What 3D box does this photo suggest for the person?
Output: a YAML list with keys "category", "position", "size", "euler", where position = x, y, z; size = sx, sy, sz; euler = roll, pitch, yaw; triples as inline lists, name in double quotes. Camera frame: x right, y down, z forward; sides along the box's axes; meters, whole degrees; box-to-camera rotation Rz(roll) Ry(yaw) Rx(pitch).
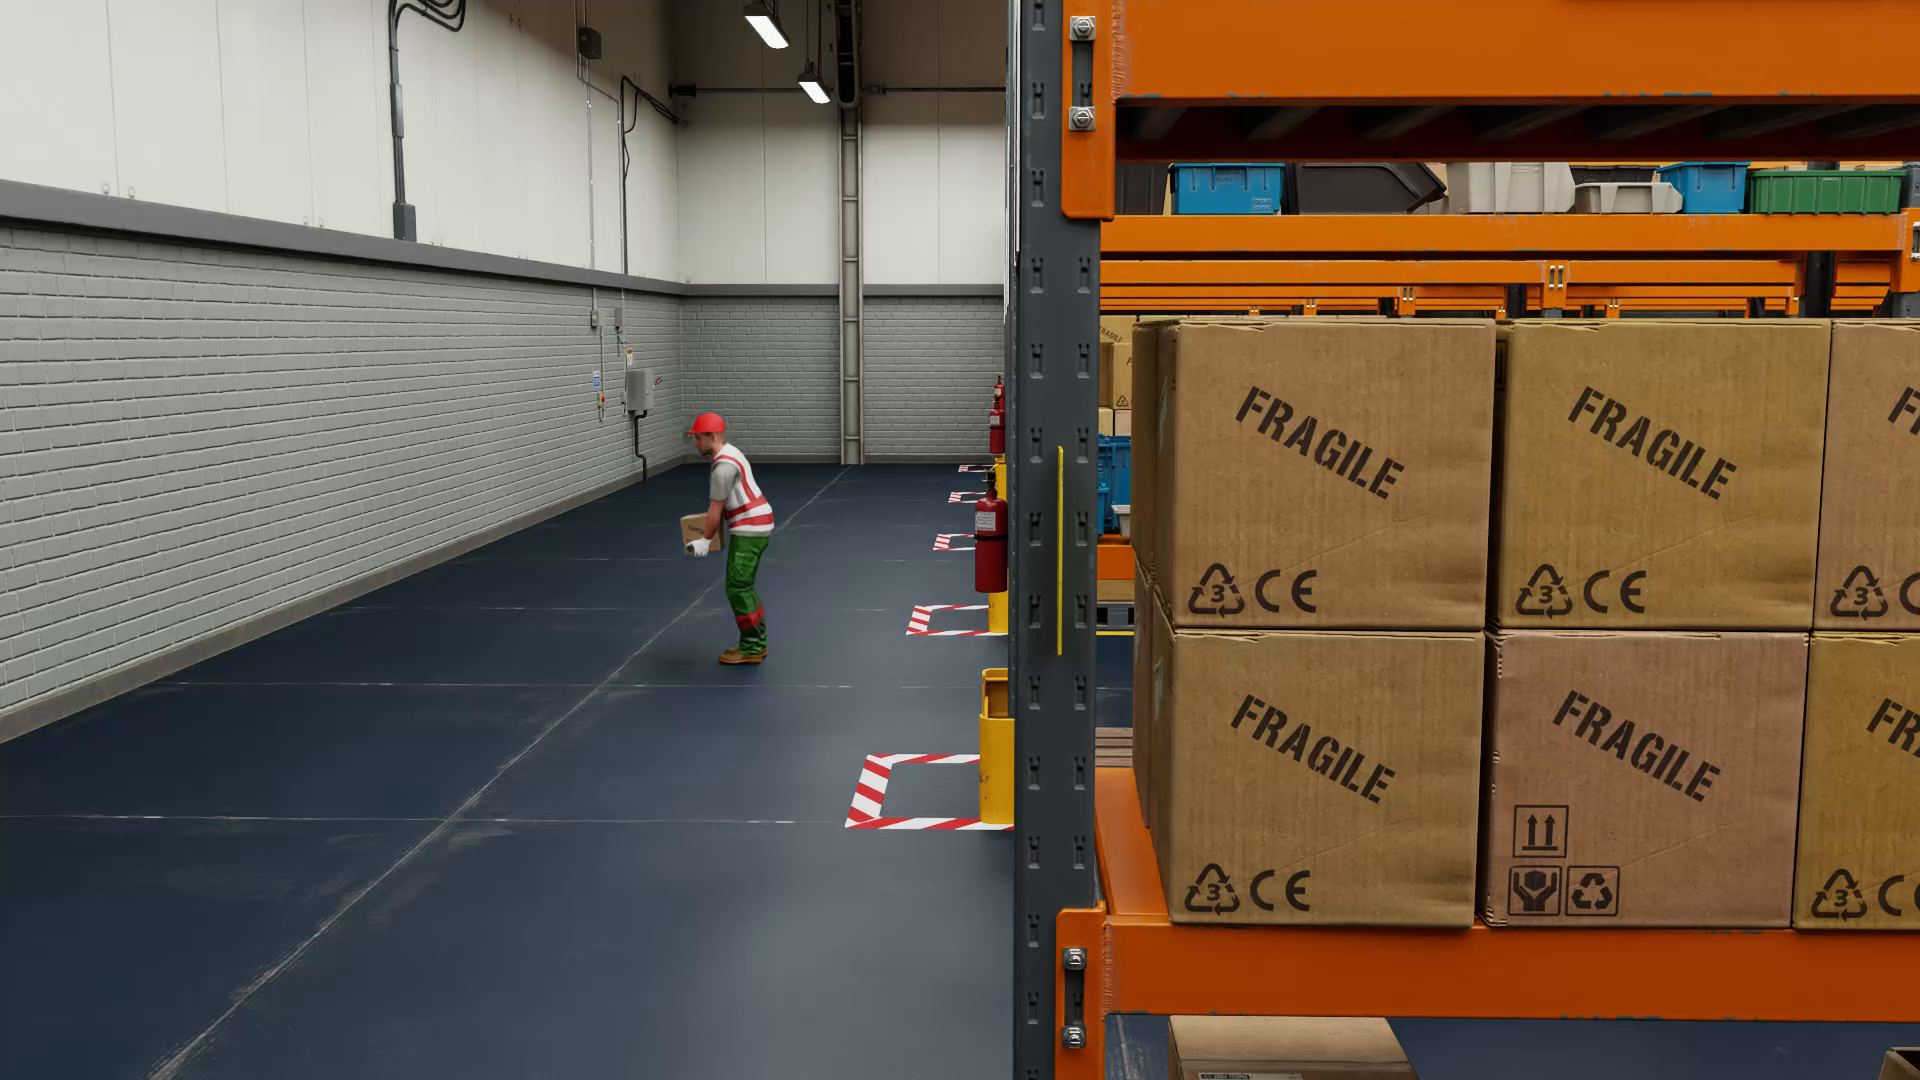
- category: "person"
  position: [-1.593, -0.015, 11.540]
  size: [0.603, 1.725, 0.483]
  euler: [0, 7, 0]
